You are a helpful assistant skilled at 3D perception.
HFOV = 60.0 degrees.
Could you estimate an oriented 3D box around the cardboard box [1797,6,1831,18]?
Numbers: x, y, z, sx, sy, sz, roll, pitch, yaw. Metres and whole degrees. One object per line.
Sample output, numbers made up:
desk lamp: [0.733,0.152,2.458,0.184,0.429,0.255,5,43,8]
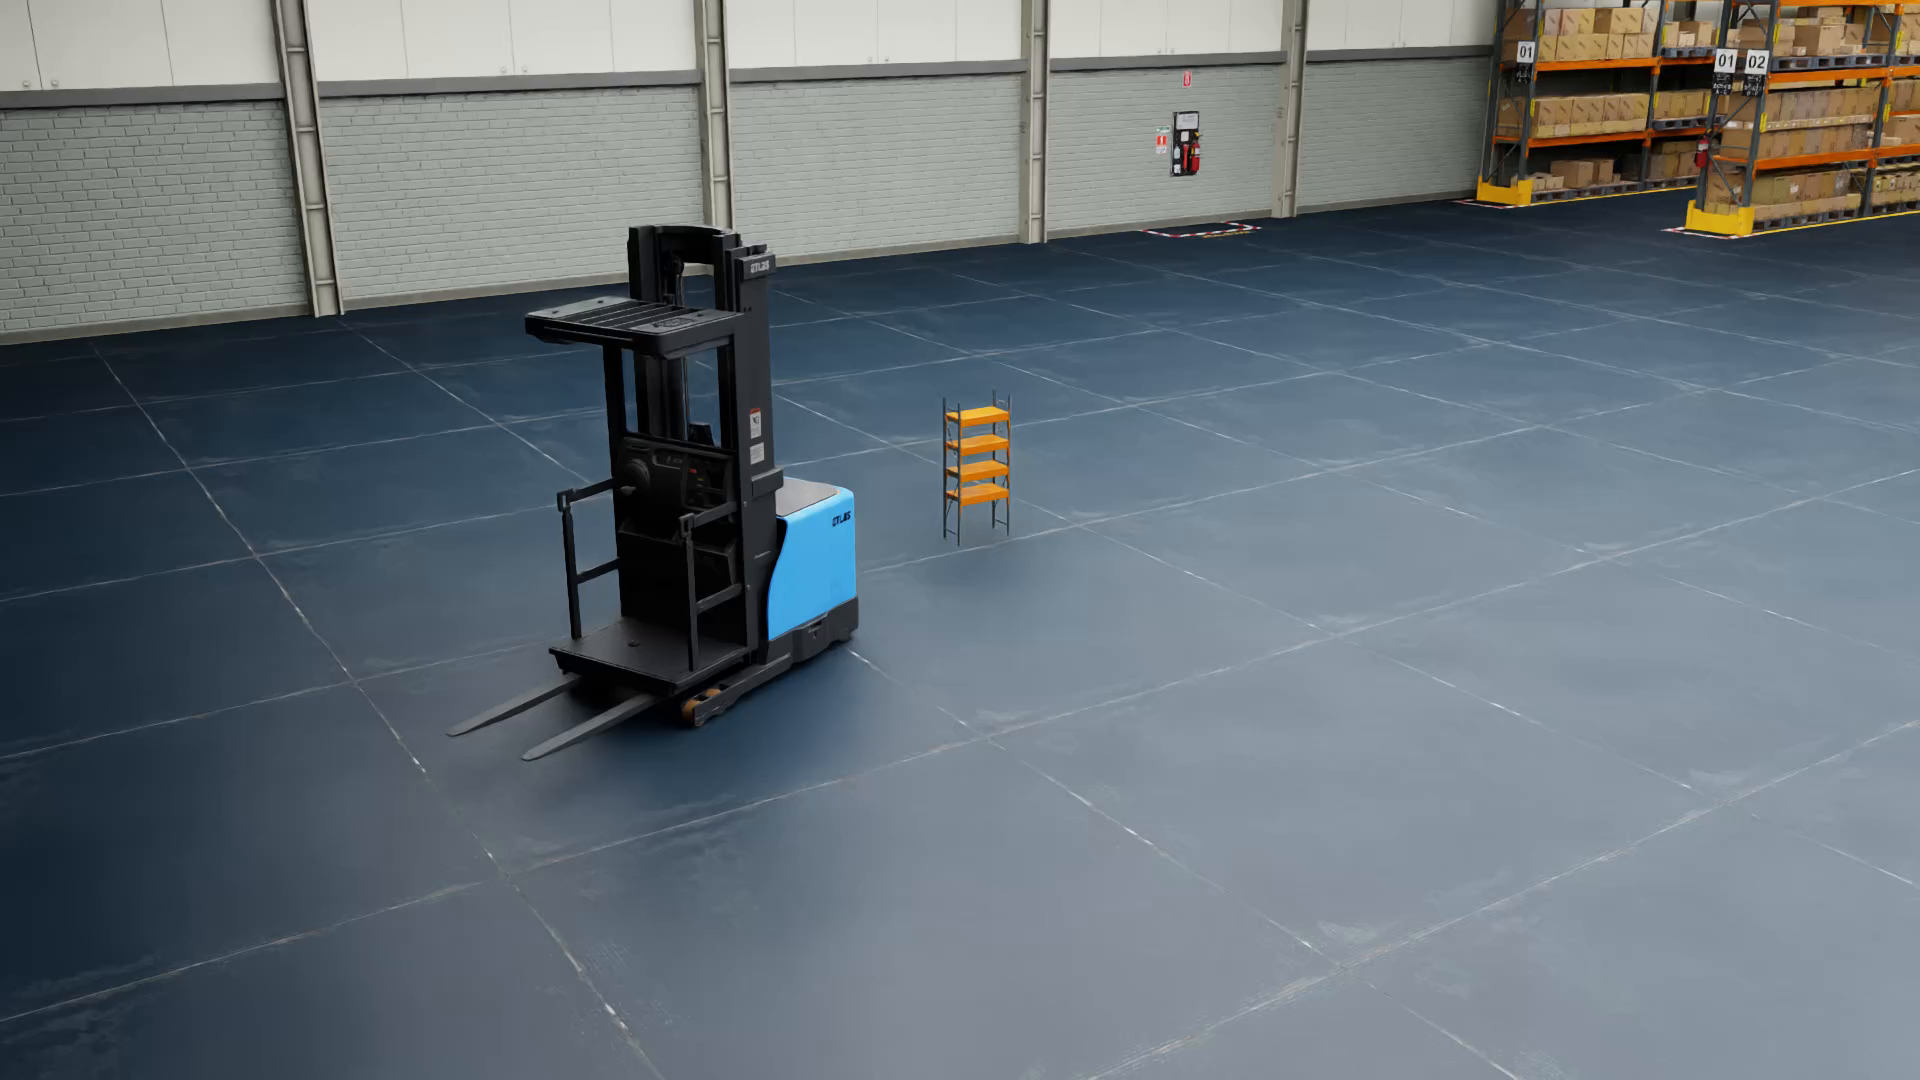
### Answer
cardboard box: [19.953,-12.339,38.861,0.500,0.250,0.500,-13,22,-33]

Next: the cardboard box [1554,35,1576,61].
cardboard box: [12.076,-9.969,33.679,0.500,0.500,0.500,-10,21,-28]

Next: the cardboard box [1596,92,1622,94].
cardboard box: [14.024,-9.386,35.855,0.500,0.500,0.500,-13,22,-33]

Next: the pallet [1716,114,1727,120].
pallet: [17.336,-9.579,37.693,1.003,0.211,1.213,-12,22,-31]

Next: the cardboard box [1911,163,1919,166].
cardboard box: [20.001,-7.647,34.444,0.500,0.311,0.500,-11,22,-30]

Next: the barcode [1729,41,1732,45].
barcode: [13.905,-8.968,29.998,0.075,0.075,0.001,-12,22,-31]

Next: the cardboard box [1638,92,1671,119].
cardboard box: [14.975,-9.455,36.186,0.500,0.500,0.700,-12,22,-31]

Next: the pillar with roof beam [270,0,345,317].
pillar with roof beam: [-6.377,-6.232,18.128,0.400,9.000,9.100,-12,22,-31]

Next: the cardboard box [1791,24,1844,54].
cardboard box: [15.814,-9.273,30.772,0.637,0.503,0.797,-9,21,-25]

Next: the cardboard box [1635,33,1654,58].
cardboard box: [14.244,-10.441,35.075,0.500,0.500,0.500,-11,22,-30]

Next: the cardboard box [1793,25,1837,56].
cardboard box: [15.456,-9.043,30.096,0.500,0.500,0.500,-12,22,-31]

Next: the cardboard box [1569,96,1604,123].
cardboard box: [13.033,-8.979,34.654,0.500,0.500,0.500,-11,22,-30]

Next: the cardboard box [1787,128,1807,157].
cardboard box: [15.169,-7.396,30.781,0.500,0.500,0.700,-12,22,-31]

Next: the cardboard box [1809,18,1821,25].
cardboard box: [19.535,-11.893,38.712,0.500,0.500,0.700,-12,22,-31]

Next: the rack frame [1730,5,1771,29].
rack frame: [17.872,-12.665,37.157,0.127,3.000,1.000,-12,22,-31]

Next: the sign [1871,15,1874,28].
sign: [21.520,-12.200,39.164,0.005,0.325,0.100,-12,22,-31]

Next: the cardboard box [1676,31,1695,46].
cardboard box: [15.547,-10.880,36.043,0.500,0.311,0.500,-11,22,-30]

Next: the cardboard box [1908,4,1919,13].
cardboard box: [22.798,-12.711,40.227,0.500,0.500,0.500,-12,22,-31]

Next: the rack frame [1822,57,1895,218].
rack frame: [17.259,-7.795,32.117,0.127,3.000,1.000,-12,22,-31]

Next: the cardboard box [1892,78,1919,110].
cardboard box: [23.532,-11.151,41.577,0.700,0.700,0.980,-12,22,-32]

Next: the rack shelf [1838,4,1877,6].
rack shelf: [22.883,-13.192,40.463,4.000,0.370,1.077,-12,22,-31]

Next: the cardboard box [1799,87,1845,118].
cardboard box: [16.052,-8.199,31.132,0.500,0.500,0.700,-12,22,-31]

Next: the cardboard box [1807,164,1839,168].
cardboard box: [16.700,-7.048,32.376,0.500,0.500,0.500,-12,22,-31]

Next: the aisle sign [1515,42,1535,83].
aisle sign: [11.296,-9.553,33.259,0.004,0.787,0.394,-12,22,-31]

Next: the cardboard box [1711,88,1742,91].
cardboard box: [17.485,-9.994,37.779,0.500,0.500,0.700,-15,24,-38]

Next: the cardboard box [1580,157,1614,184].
cardboard box: [13.687,-7.950,35.792,0.500,0.500,0.500,-14,23,-35]

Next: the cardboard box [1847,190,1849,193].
cardboard box: [17.446,-6.841,32.935,0.500,0.250,0.500,-12,22,-32]

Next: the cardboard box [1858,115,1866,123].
cardboard box: [16.942,-8.001,31.559,0.250,0.149,0.380,-12,22,-33]

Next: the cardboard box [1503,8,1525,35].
cardboard box: [11.407,-10.512,33.722,0.500,0.500,0.500,-11,21,-29]

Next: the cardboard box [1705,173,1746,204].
cardboard box: [14.203,-6.516,30.801,0.500,0.500,0.500,-12,22,-31]

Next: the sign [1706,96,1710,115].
sign: [13.632,-7.898,30.246,0.005,0.325,0.100,-12,22,-31]

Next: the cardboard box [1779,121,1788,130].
cardboard box: [14.793,-7.547,30.216,0.250,0.149,0.380,-12,22,-31]

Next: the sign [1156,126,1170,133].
sign: [3.694,-7.484,30.314,0.331,0.109,0.001,-12,22,-31]

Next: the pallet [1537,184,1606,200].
pallet: [12.970,-7.454,35.463,1.213,0.211,1.003,-12,22,-31]

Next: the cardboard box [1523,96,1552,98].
cardboard box: [11.893,-8.934,34.519,0.500,0.500,0.500,-12,22,-31]

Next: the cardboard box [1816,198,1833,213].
cardboard box: [16.160,-6.373,31.551,0.500,0.250,0.500,-12,22,-31]

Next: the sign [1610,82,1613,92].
sign: [14.223,-9.815,36.286,0.005,0.325,0.100,-12,22,-31]

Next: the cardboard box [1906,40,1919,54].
cardboard box: [18.236,-9.547,32.195,0.500,0.250,0.500,-15,24,-37]

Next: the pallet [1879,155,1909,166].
pallet: [22.911,-9.536,41.623,1.213,0.211,1.003,-12,22,-31]

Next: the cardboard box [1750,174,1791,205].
cardboard box: [14.905,-6.465,30.651,0.500,0.500,0.500,-12,22,-31]

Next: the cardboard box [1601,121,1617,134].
cardboard box: [13.470,-8.715,35.041,0.500,0.250,0.500,-12,22,-32]

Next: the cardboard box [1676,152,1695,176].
cardboard box: [15.989,-8.461,37.304,0.500,0.500,0.700,-12,22,-31]

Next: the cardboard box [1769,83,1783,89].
cardboard box: [18.417,-10.393,37.979,0.500,0.250,0.500,-11,22,-30]

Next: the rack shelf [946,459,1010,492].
rack shelf: [0.138,-0.534,13.660,0.480,0.148,0.258,-12,22,-31]

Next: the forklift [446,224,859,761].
forklift: [-1.918,-0.401,10.355,1.130,2.935,3.031,11,22,30]

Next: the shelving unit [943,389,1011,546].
shelving unit: [0.138,-0.598,13.639,0.503,1.200,0.258,-12,22,-31]

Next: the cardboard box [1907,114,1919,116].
cardboard box: [19.207,-8.247,33.298,0.500,0.500,0.500,-13,23,-34]

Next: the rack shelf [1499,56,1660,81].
rack shelf: [12.861,-9.847,34.627,4.000,0.370,1.077,-12,22,-31]

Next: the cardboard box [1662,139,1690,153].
cardboard box: [15.936,-8.804,37.147,0.500,0.250,0.500,-13,22,-33]

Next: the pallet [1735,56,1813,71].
pallet: [14.523,-8.587,29.915,1.213,0.211,1.003,-12,22,-31]

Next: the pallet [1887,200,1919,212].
pallet: [18.873,-6.830,33.618,1.213,0.211,1.003,-12,22,-31]

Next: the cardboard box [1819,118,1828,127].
cardboard box: [15.868,-7.773,30.885,0.250,0.149,0.380,-11,22,-30]

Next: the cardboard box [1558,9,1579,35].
cardboard box: [12.093,-10.444,33.520,0.500,0.500,0.500,-12,22,-32]

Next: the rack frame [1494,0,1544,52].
rack frame: [11.191,-11.256,32.989,0.127,3.000,1.000,-12,22,-31]

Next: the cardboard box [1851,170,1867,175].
cardboard box: [17.871,-7.198,33.114,0.500,0.311,0.500,-11,22,-30]

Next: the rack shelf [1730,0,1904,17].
rack shelf: [15.589,-9.754,30.293,4.000,0.370,1.077,-12,22,-31]

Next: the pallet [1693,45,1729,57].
pallet: [15.970,-10.715,36.364,1.003,0.211,1.213,-12,22,-31]

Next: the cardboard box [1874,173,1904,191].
cardboard box: [18.162,-7.049,32.675,0.500,0.311,0.500,-12,22,-32]
